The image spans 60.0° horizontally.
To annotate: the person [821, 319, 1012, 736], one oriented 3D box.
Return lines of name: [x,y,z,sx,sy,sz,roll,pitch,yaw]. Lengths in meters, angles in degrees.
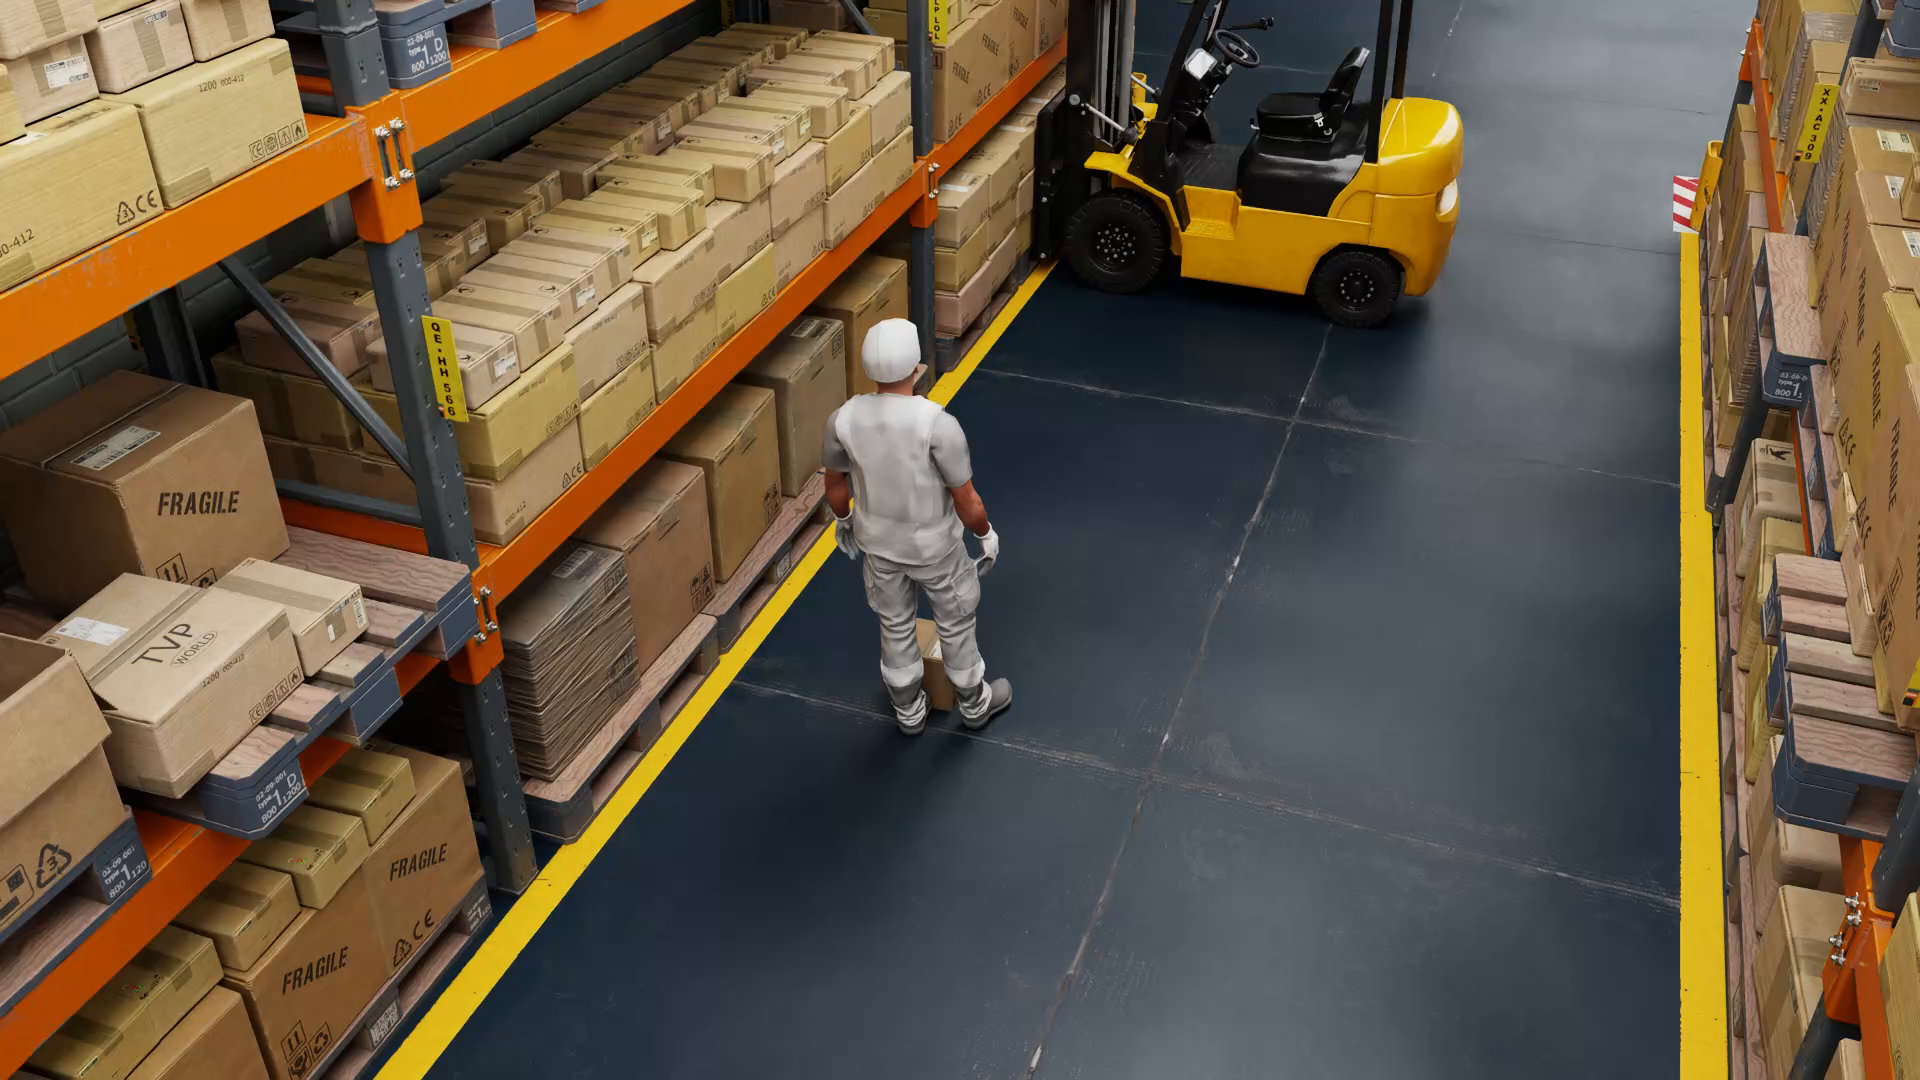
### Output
person: [-0.150,-0.044,6.168,0.638,1.788,0.563,11,35,17]
